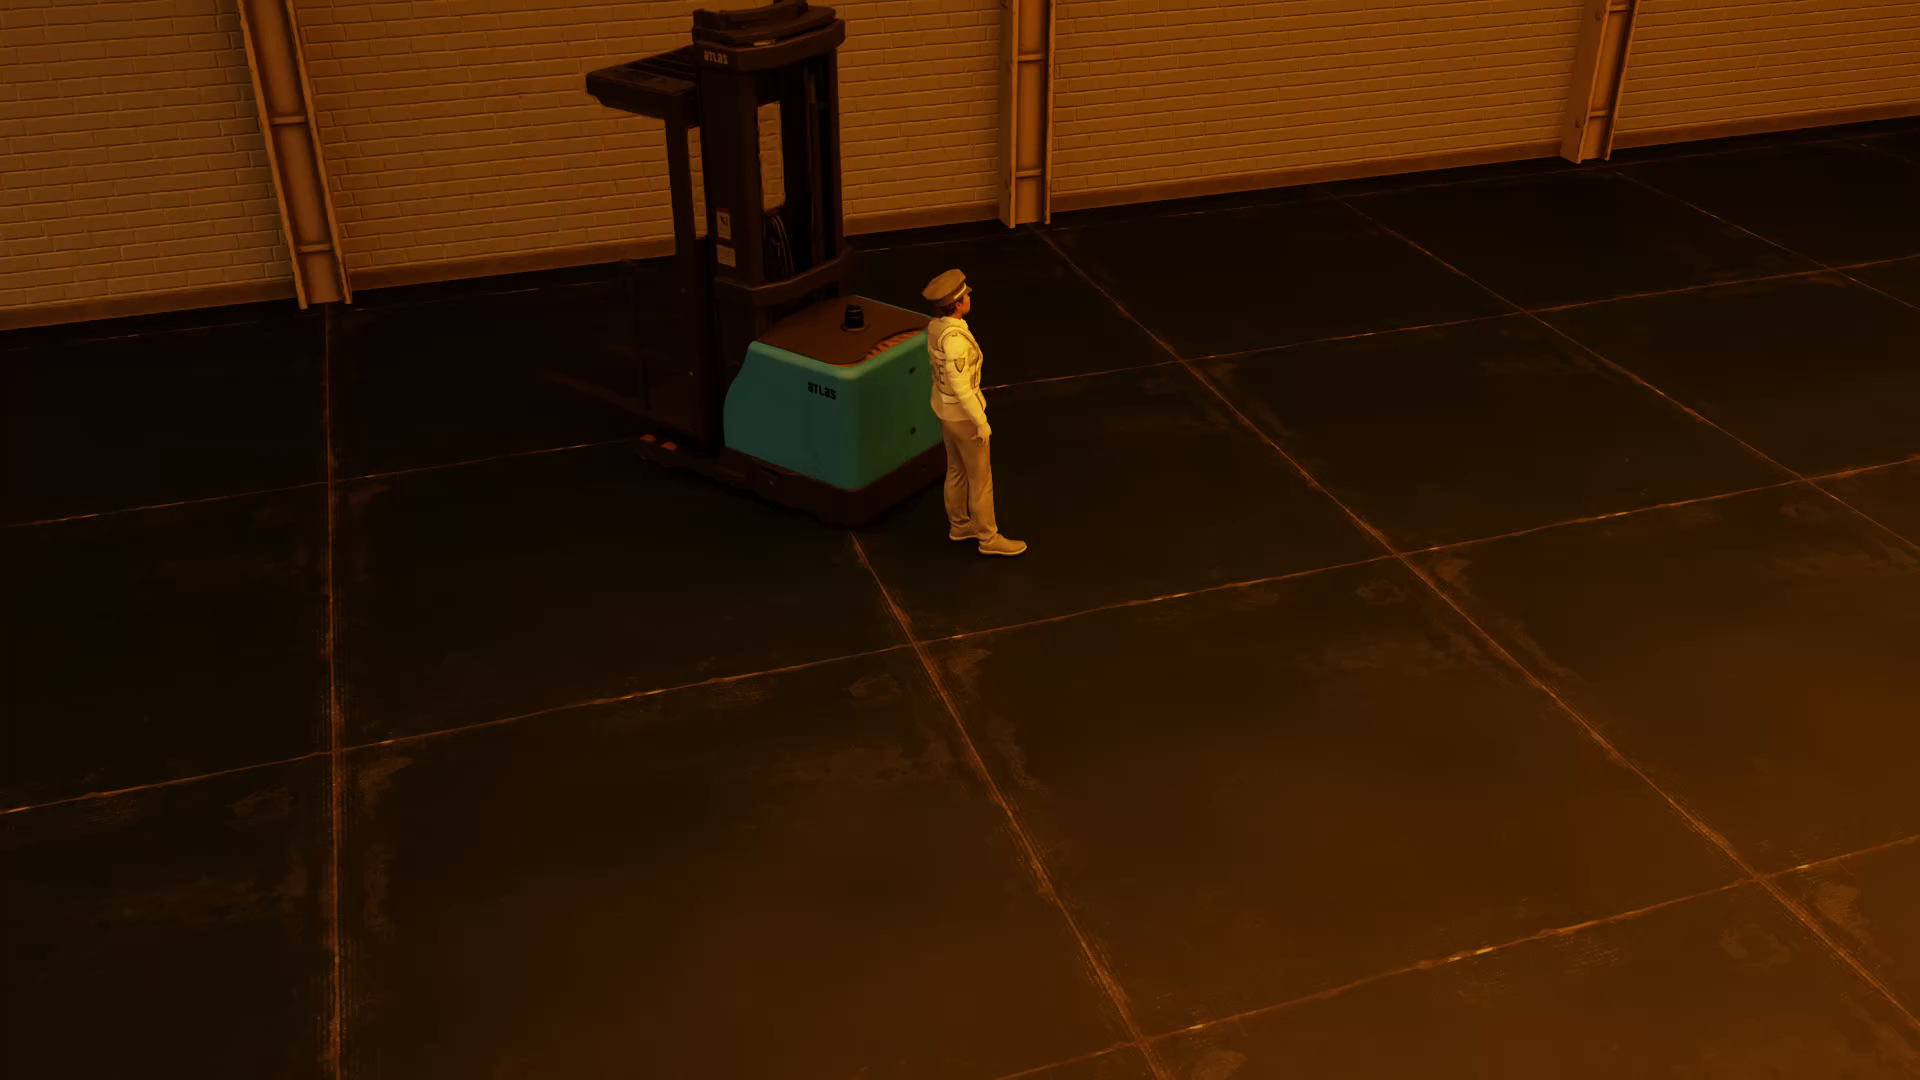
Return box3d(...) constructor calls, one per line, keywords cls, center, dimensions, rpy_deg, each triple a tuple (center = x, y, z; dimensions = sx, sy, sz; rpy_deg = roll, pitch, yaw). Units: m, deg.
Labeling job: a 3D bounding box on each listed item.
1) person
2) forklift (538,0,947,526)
box3d(cls="person", center=(0.068, -0.748, 9.613), dimensions=(0.530, 1.694, 0.586), rpy_deg=(-10, 31, -16))
box3d(cls="forklift", center=(-1.534, -1.930, 10.442), dimensions=(3.031, 2.935, 1.130), rpy_deg=(20, 36, 31))
